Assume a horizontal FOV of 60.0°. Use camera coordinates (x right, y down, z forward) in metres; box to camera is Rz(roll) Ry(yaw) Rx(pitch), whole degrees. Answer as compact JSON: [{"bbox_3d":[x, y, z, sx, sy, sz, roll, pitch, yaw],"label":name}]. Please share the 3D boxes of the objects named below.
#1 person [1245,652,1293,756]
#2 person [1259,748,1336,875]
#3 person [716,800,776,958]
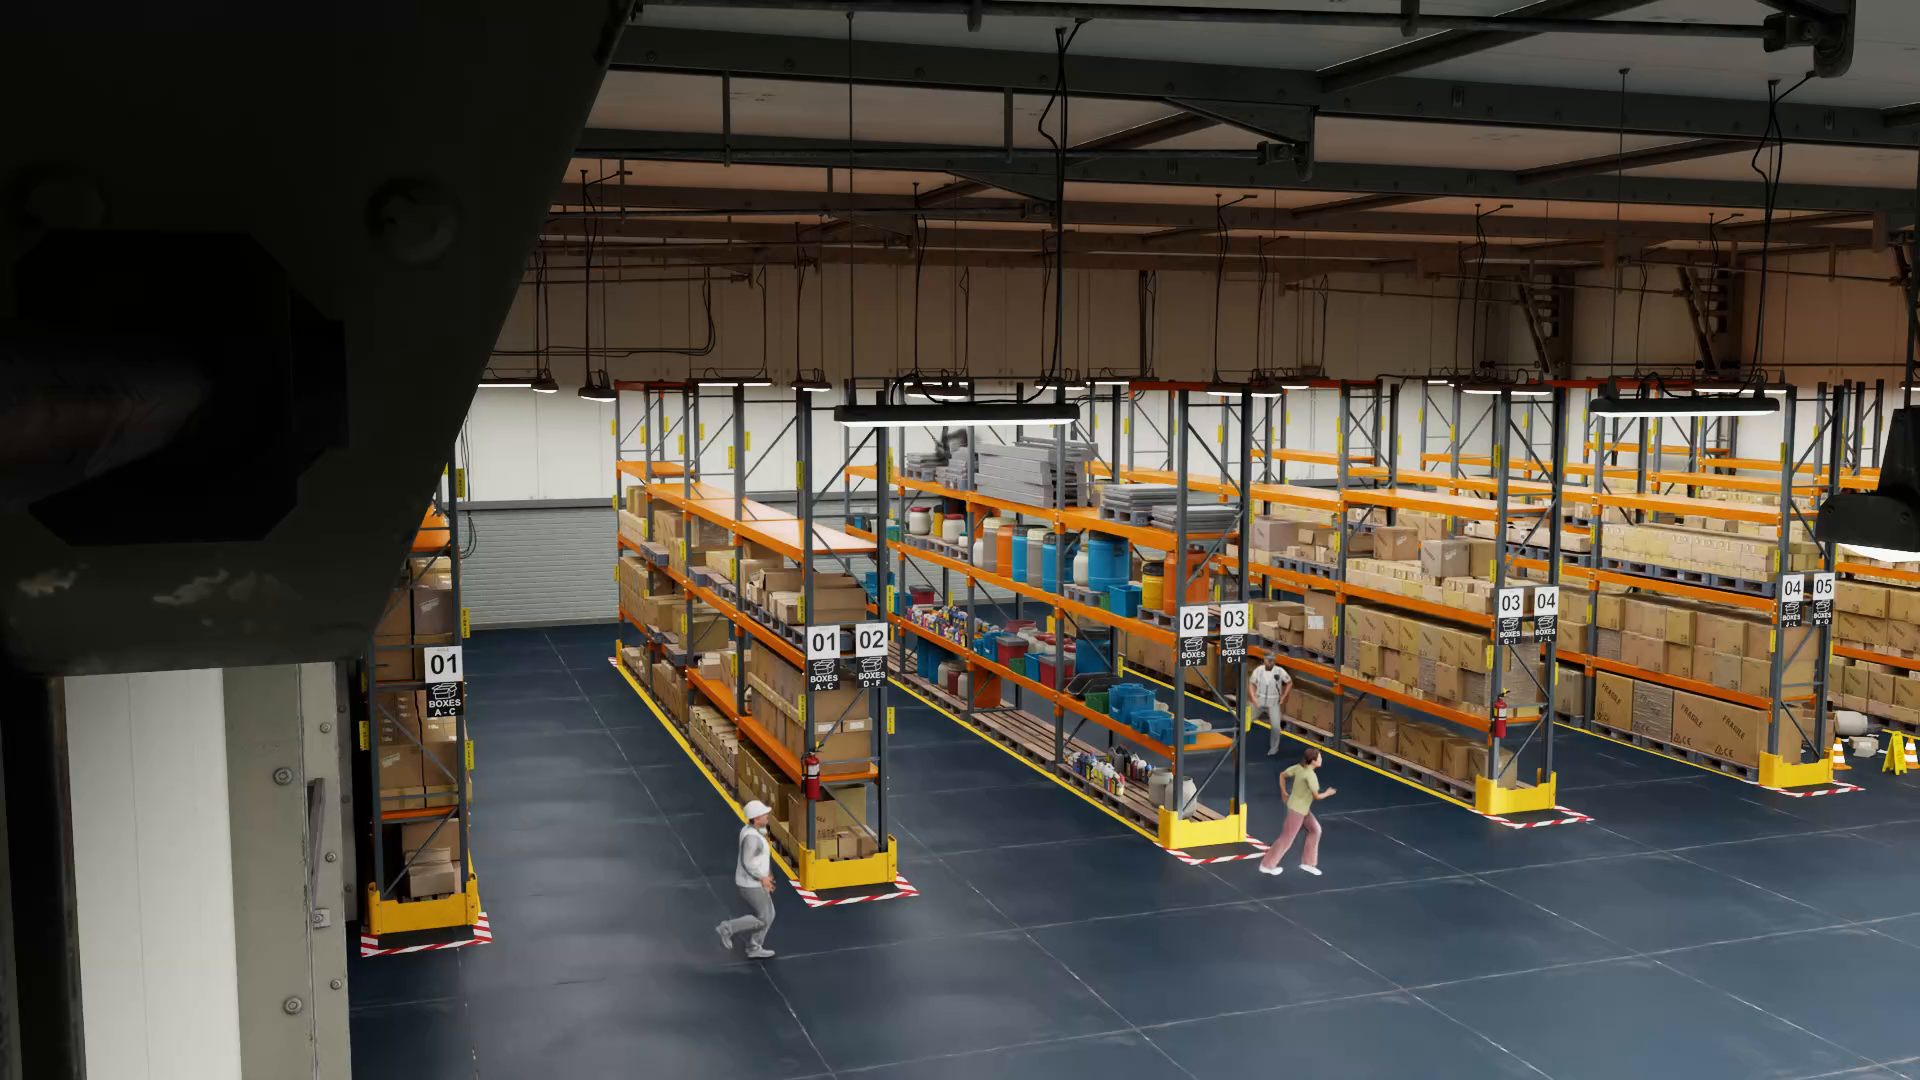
[{"bbox_3d":[4.919,2.640,27.126,0.979,1.701,0.483,2,6,18],"label":"person"},{"bbox_3d":[4.153,3.360,20.469,0.949,1.636,0.569,0,6,-1],"label":"person"},{"bbox_3d":[-2.273,3.614,17.678,0.642,1.717,0.648,0,6,-4],"label":"person"}]
